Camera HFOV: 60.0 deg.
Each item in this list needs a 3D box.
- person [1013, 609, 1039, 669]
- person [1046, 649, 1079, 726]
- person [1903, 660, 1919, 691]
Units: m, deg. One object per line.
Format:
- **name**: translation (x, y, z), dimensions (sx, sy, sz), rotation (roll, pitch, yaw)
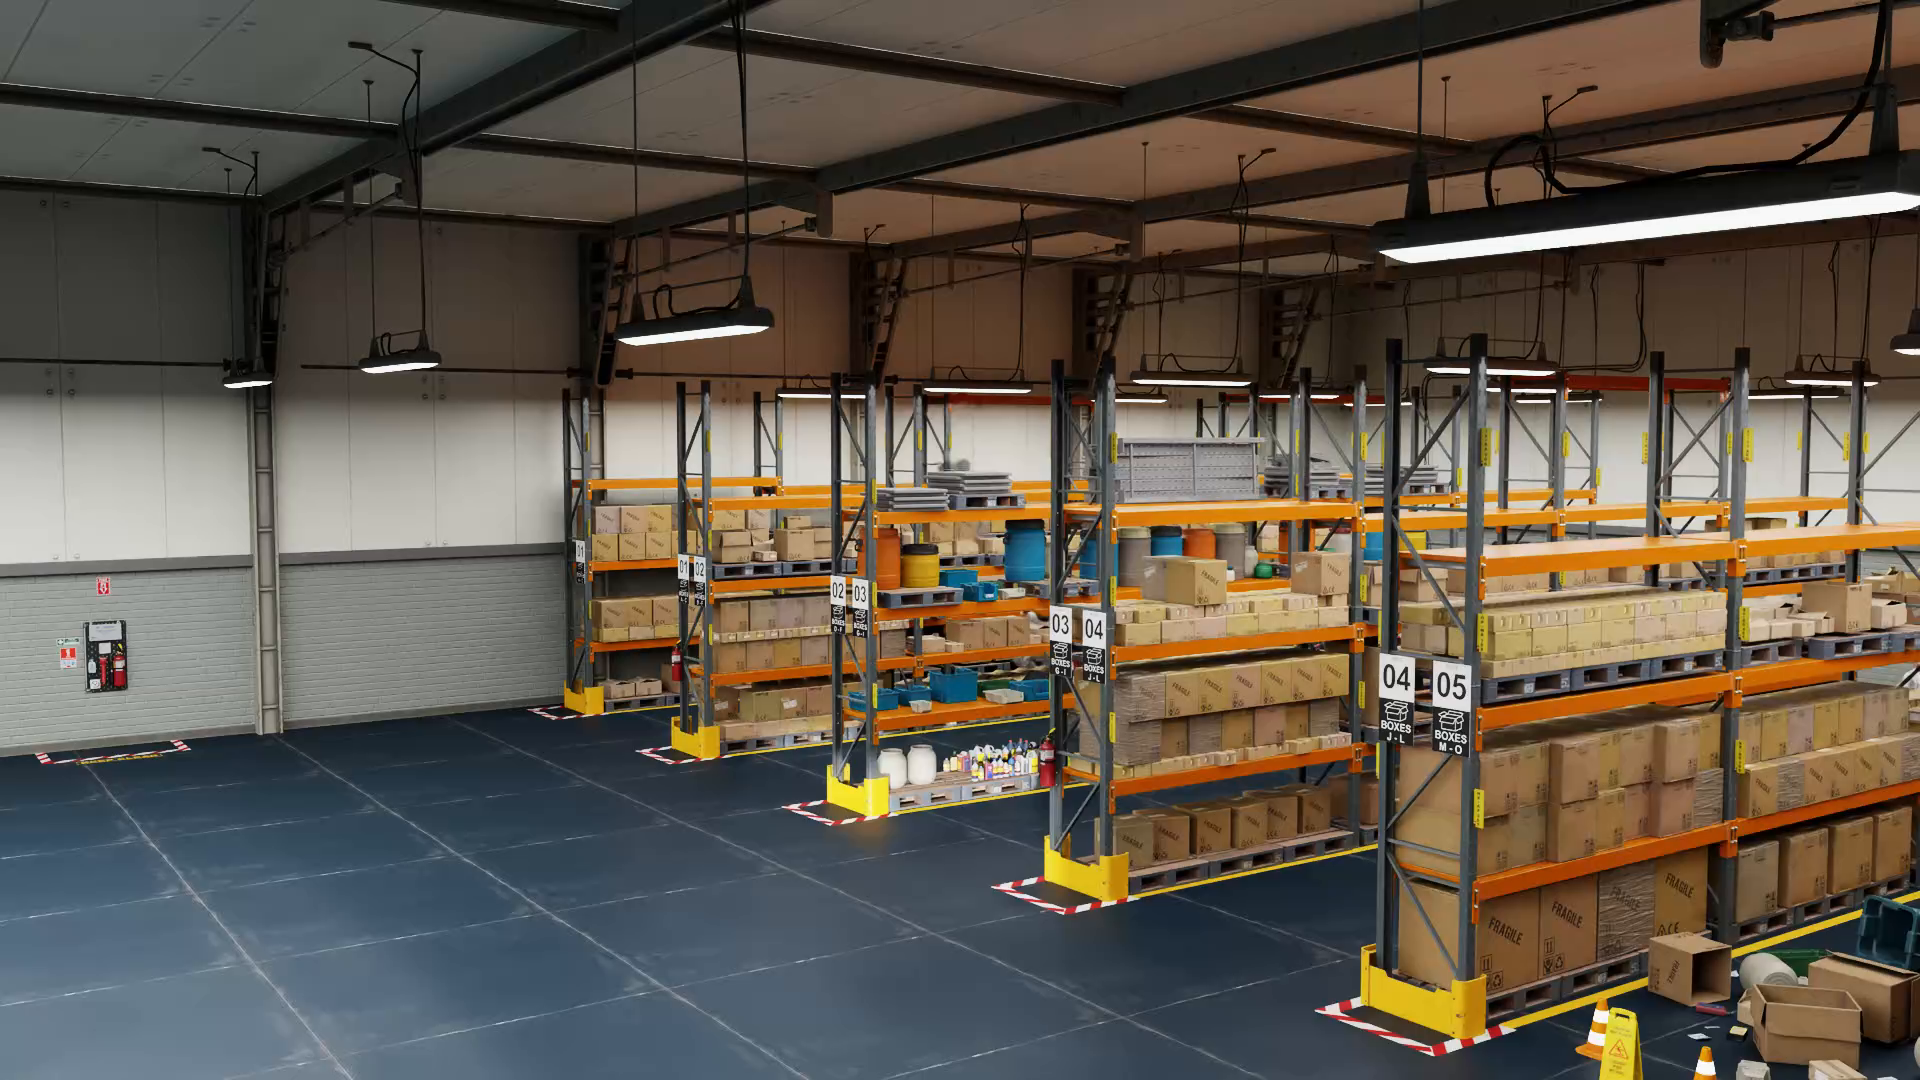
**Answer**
- **person**: translation (1.287, 2.016, 32.824), dimensions (0.738, 1.788, 0.654), rotation (-3, 5, -41)
- **person**: translation (1.744, 2.263, 27.747), dimensions (0.637, 1.876, 0.725), rotation (3, 5, 43)
- **person**: translation (15.472, 2.625, 26.684), dimensions (0.643, 1.638, 0.543), rotation (2, 4, 23)
